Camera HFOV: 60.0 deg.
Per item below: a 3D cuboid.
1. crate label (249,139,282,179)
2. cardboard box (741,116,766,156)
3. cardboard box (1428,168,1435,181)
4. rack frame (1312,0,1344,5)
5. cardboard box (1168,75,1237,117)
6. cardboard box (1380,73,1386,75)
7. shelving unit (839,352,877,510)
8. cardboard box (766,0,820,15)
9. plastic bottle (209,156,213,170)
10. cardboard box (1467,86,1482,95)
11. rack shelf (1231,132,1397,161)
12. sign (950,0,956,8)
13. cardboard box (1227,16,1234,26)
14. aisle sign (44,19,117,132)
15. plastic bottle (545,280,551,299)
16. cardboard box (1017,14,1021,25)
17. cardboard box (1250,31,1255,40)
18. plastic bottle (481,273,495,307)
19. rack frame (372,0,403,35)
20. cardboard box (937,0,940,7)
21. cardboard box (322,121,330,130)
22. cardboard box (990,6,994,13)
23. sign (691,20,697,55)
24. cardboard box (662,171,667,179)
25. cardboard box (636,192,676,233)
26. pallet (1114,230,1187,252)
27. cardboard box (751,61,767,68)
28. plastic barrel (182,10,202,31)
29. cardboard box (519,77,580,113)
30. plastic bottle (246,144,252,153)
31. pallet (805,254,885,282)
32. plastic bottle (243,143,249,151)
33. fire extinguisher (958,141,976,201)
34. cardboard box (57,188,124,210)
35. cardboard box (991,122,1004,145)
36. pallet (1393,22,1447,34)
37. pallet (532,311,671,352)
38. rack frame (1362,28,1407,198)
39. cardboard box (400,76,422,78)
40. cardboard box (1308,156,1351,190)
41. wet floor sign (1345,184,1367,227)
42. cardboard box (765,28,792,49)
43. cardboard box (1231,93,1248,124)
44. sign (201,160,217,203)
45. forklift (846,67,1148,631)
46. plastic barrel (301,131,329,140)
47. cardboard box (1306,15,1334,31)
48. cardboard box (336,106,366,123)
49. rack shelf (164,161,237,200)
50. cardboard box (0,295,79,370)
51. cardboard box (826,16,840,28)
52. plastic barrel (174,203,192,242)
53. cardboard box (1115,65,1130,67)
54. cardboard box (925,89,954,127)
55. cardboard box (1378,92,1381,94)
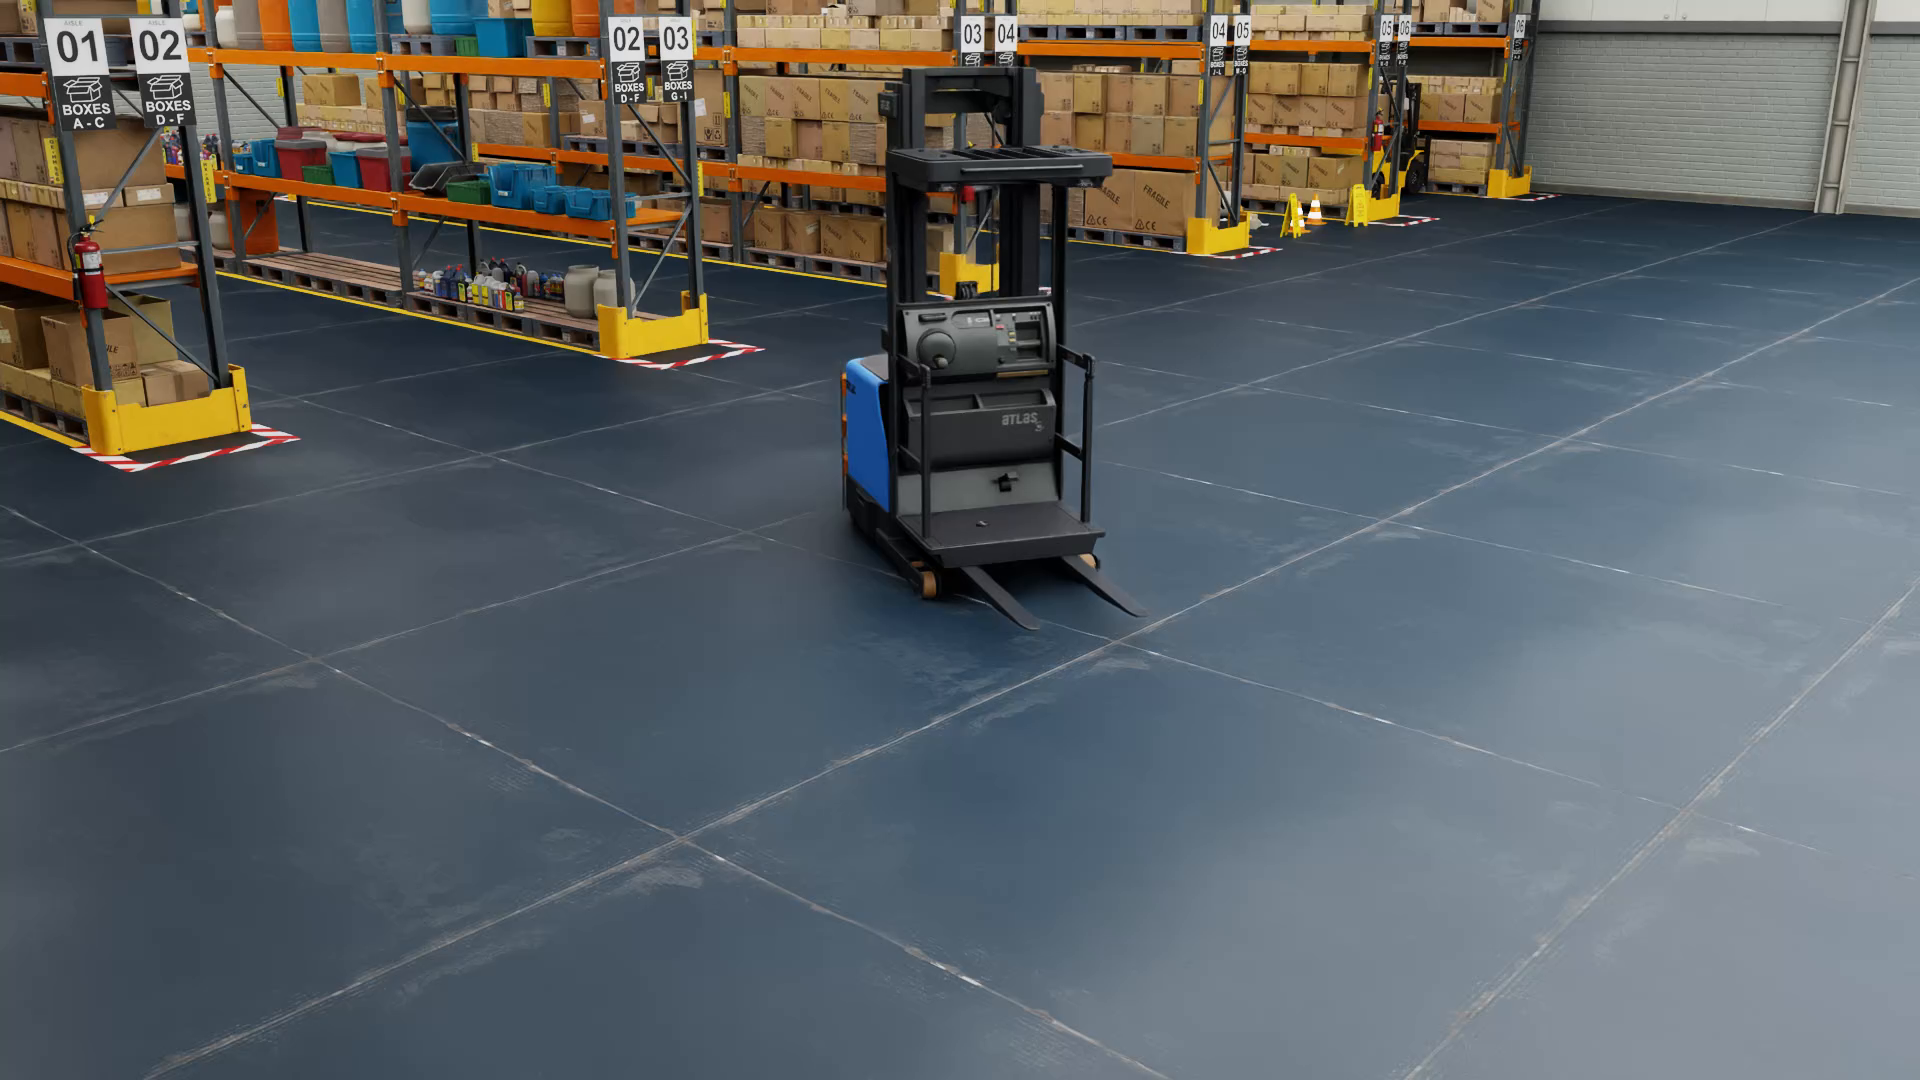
[{"bbox_3d":[-8.408,-4.722,20.564,0.616,0.435,0.502,15,23,39],"label":"crate label"},{"bbox_3d":[-2.396,-5.368,22.002,0.500,0.500,0.875,15,23,39],"label":"cardboard box"},{"bbox_3d":[8.875,-6.963,31.535,0.500,0.250,0.500,15,23,40],"label":"cardboard box"},{"bbox_3d":[7.178,-11.508,32.089,0.127,3.000,1.000,15,23,39],"label":"rack frame"},{"bbox_3d":[3.416,-6.251,23.409,0.550,0.550,0.875,15,23,39],"label":"cardboard box"},{"bbox_3d":[8.213,-9.006,32.392,0.250,0.149,0.380,14,23,38],"label":"cardboard box"},{"bbox_3d":[-0.679,-0.737,11.289,0.252,1.050,0.215,-2,18,-5],"label":"shelving unit"},{"bbox_3d":[-2.186,-7.108,21.699,0.500,0.500,0.500,14,22,38],"label":"cardboard box"},{"bbox_3d":[-9.631,-4.883,21.459,0.097,0.201,0.097,0,18,0],"label":"plastic bottle"},{"bbox_3d":[9.513,-8.253,30.513,0.250,0.149,0.380,16,23,40],"label":"cardboard box"},{"bbox_3d":[5.382,-6.781,28.299,4.000,0.370,1.077,15,23,39],"label":"rack shelf"},{"bbox_3d":[-0.084,-6.210,18.890,0.005,0.325,0.100,15,23,39],"label":"sign"},{"bbox_3d":[3.624,-7.281,23.283,0.250,0.149,0.380,15,23,40],"label":"cardboard box"},{"bbox_3d":[-6.424,-3.399,12.156,0.004,0.787,0.394,15,23,39],"label":"aisle sign"},{"bbox_3d":[-4.542,-2.779,18.398,0.097,0.201,0.097,0,18,0],"label":"plastic bottle"},{"bbox_3d":[0.918,-7.741,24.733,0.250,0.149,0.380,15,23,39],"label":"cardboard box"},{"bbox_3d":[4.862,-8.438,27.790,0.250,0.149,0.380,14,23,38],"label":"cardboard box"},{"bbox_3d":[-5.053,-2.693,17.882,0.185,0.351,0.144,16,24,41],"label":"plastic bottle"},{"bbox_3d":[-5.980,-7.022,17.953,0.127,3.000,1.000,15,23,39],"label":"rack frame"},{"bbox_3d":[-0.617,-10.294,32.362,0.500,0.500,0.500,15,23,40],"label":"cardboard box"},{"bbox_3d":[-10.851,-7.221,28.912,0.250,0.149,0.380,14,23,38],"label":"cardboard box"},{"bbox_3d":[0.390,-8.176,25.911,0.396,0.266,0.258,15,23,38],"label":"cardboard box"},{"bbox_3d":[-2.619,-4.917,16.264,0.005,0.325,0.100,15,23,39],"label":"sign"},{"bbox_3d":[-5.566,-7.032,31.920,0.250,0.149,0.380,16,24,41],"label":"cardboard box"},{"bbox_3d":[-4.317,-4.754,24.128,0.700,0.500,0.500,-16,24,-41],"label":"cardboard box"},{"bbox_3d":[3.018,-4.395,24.204,1.213,0.211,1.003,15,23,39],"label":"pallet"},{"bbox_3d":[-4.138,-10.094,35.733,0.500,0.500,0.500,15,23,39],"label":"cardboard box"},{"bbox_3d":[-9.871,-6.712,21.468,0.301,0.262,0.301,0,18,0],"label":"plastic barrel"},{"bbox_3d":[-6.220,-6.762,25.229,0.637,0.503,0.797,16,24,41],"label":"cardboard box"},{"bbox_3d":[-9.426,-5.159,22.206,0.135,0.276,0.152,15,23,39],"label":"plastic bottle"},{"bbox_3d":[-1.249,-3.582,21.641,1.213,0.211,1.003,15,23,39],"label":"pallet"},{"bbox_3d":[-9.535,-5.173,22.257,0.097,0.271,0.097,0,18,0],"label":"plastic bottle"},{"bbox_3d":[0.080,-4.316,19.471,0.183,0.674,0.296,15,23,39],"label":"fire extinguisher"},{"bbox_3d":[-6.691,-2.630,12.793,0.250,0.149,0.380,15,23,38],"label":"cardboard box"},{"bbox_3d":[0.960,-6.385,25.615,0.550,0.550,0.875,15,23,39],"label":"cardboard box"},{"bbox_3d":[8.741,-9.626,31.263,1.213,0.211,1.003,15,23,39],"label":"pallet"},{"bbox_3d":[-3.680,-2.199,17.284,1.213,0.211,1.003,15,23,39],"label":"pallet"},{"bbox_3d":[6.878,-6.722,26.925,0.127,3.000,1.000,15,23,39],"label":"rack frame"},{"bbox_3d":[-9.227,-7.572,28.119,0.500,0.500,0.500,15,23,39],"label":"cardboard box"},{"bbox_3d":[6.105,-6.071,27.485,0.500,0.500,0.500,15,23,40],"label":"cardboard box"},{"bbox_3d":[6.310,-5.320,26.398,0.267,0.644,0.232,-9,20,-27],"label":"wet floor sign"},{"bbox_3d":[-2.126,-6.388,21.162,0.500,0.250,0.500,15,23,39],"label":"cardboard box"},{"bbox_3d":[4.788,-7.364,28.291,0.500,0.500,0.500,15,23,39],"label":"cardboard box"},{"bbox_3d":[-5.906,-2.814,13.049,0.005,0.325,0.100,15,23,39],"label":"sign"},{"bbox_3d":[0.189,-1.191,9.612,1.130,2.935,3.031,-6,19,-18],"label":"forklift"},{"bbox_3d":[-8.060,-4.861,20.875,0.421,0.512,0.421,0,18,0],"label":"plastic barrel"},{"bbox_3d":[5.950,-8.368,26.910,0.500,0.250,0.500,15,23,39],"label":"cardboard box"},{"bbox_3d":[-10.327,-7.297,28.494,0.500,0.250,0.500,14,23,38],"label":"cardboard box"},{"bbox_3d":[-10.467,-5.024,22.765,4.000,0.370,1.077,15,23,39],"label":"rack shelf"},{"bbox_3d":[-7.635,-1.724,13.789,0.500,0.500,0.500,15,23,39],"label":"cardboard box"},{"bbox_3d":[-1.438,-6.399,20.538,0.250,0.149,0.380,16,23,41],"label":"cardboard box"},{"bbox_3d":[-10.675,-4.394,23.009,0.421,0.512,0.421,0,18,0],"label":"plastic barrel"},{"bbox_3d":[2.888,-8.593,30.398,0.250,0.149,0.380,17,24,42],"label":"cardboard box"},{"bbox_3d":[-0.276,-5.200,19.821,0.500,0.500,0.500,15,23,39],"label":"cardboard box"},{"bbox_3d":[8.116,-8.346,31.878,0.500,0.500,0.500,15,23,39],"label":"cardboard box"}]
